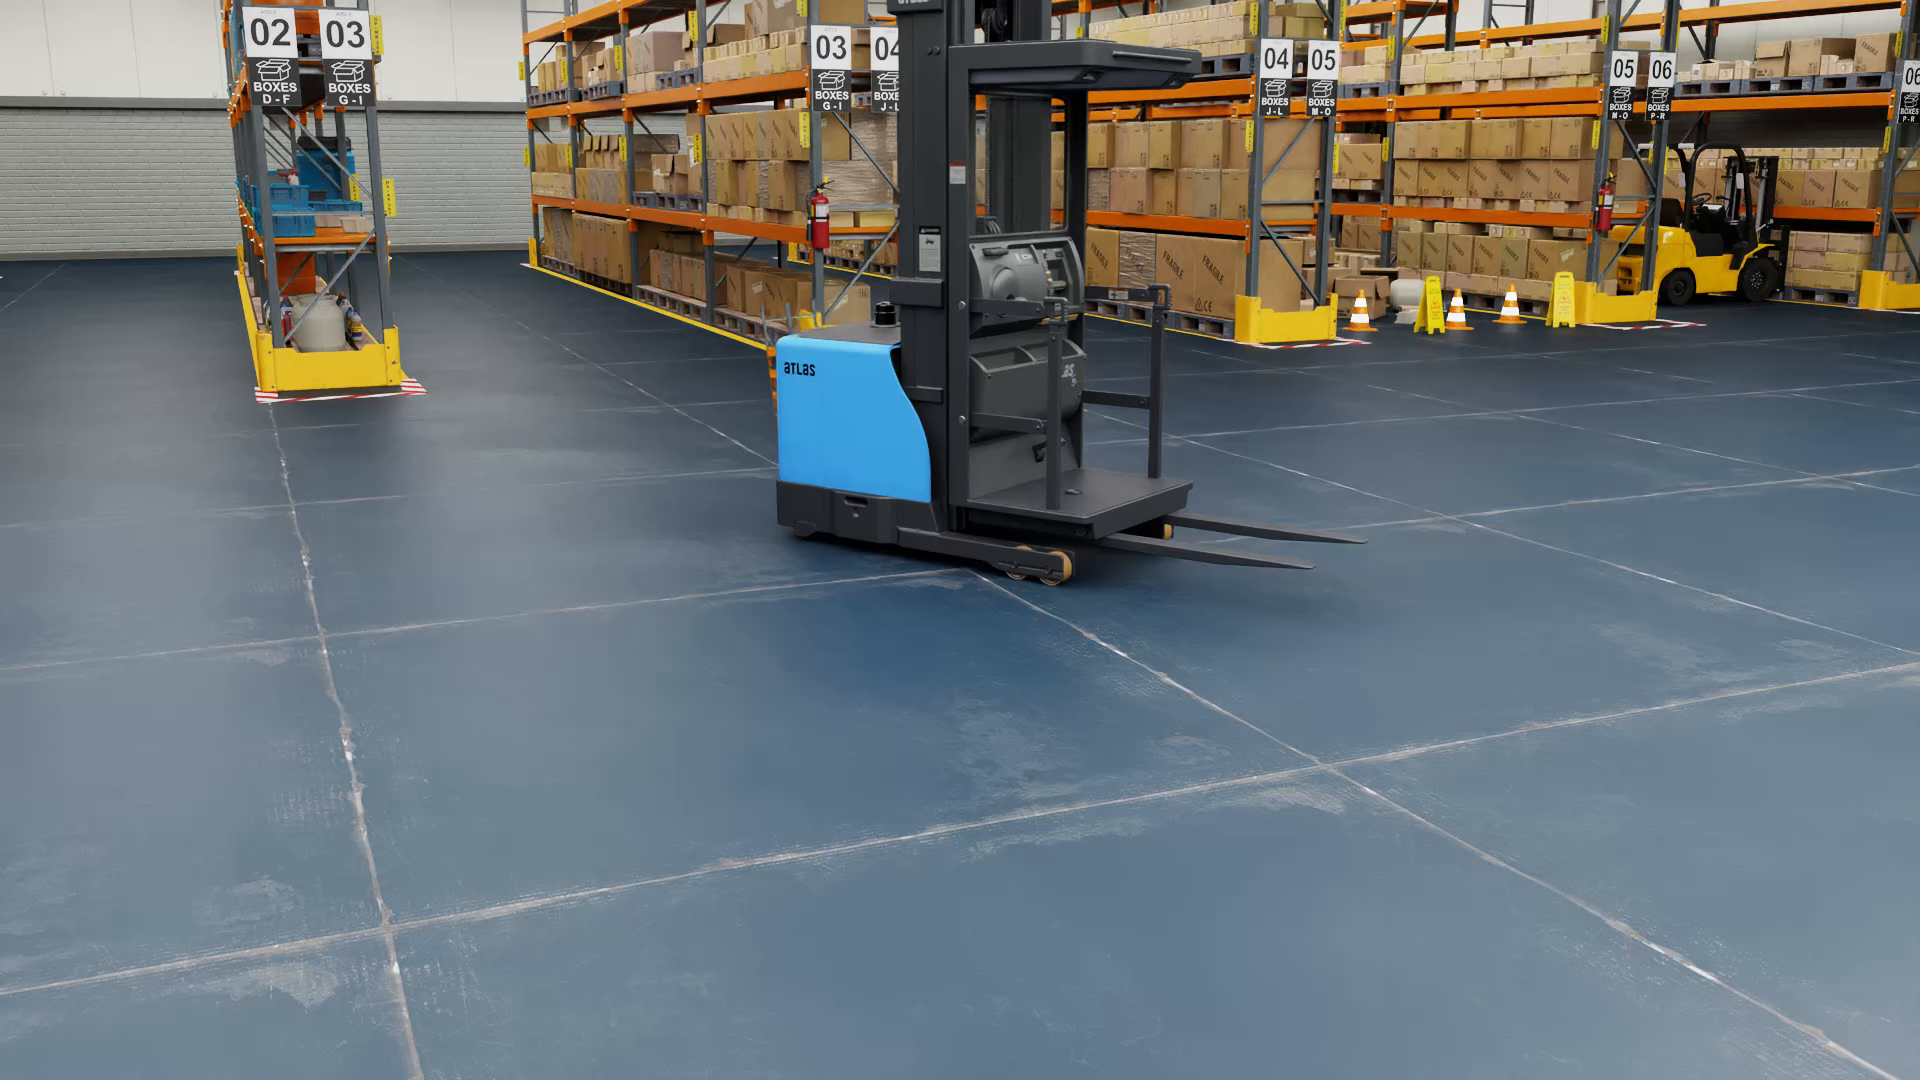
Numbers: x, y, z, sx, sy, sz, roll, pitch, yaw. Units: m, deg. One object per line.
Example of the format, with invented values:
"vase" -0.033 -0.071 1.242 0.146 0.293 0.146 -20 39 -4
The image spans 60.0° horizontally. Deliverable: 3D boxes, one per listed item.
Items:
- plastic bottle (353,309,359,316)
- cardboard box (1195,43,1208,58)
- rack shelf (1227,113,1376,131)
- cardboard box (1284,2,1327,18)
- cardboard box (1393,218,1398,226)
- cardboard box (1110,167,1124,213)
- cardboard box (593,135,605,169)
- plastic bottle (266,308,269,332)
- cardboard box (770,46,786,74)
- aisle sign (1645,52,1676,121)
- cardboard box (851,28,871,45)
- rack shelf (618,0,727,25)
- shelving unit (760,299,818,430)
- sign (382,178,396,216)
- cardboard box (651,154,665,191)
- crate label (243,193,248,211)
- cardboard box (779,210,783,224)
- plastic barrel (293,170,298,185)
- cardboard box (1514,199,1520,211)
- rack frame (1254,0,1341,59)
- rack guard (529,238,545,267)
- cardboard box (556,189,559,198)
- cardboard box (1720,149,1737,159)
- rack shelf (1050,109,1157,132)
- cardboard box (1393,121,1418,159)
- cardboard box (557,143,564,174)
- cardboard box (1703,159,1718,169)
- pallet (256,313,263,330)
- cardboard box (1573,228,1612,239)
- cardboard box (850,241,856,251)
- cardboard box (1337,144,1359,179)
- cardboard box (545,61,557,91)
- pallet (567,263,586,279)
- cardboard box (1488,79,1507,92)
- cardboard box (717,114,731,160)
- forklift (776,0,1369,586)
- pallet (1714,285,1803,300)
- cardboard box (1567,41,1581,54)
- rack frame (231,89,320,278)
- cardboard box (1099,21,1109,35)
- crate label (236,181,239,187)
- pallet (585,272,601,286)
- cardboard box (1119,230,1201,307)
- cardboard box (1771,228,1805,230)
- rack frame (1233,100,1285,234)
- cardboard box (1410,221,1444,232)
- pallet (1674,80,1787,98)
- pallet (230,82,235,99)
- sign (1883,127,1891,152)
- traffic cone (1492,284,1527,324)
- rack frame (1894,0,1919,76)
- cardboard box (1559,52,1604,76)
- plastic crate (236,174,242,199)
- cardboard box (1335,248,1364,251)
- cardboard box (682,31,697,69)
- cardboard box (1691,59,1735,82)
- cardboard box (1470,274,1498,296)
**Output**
"plastic bottle" -6.028 -2.162 16.606 0.061 0.283 0.133 -5 14 -22
"cardboard box" 2.861 -5.482 18.655 0.380 0.149 0.250 -5 14 -22
"rack shelf" 7.043 -8.615 34.382 1.077 0.370 4.000 -6 14 -23
"cardboard box" 3.768 -5.773 18.143 0.380 0.149 0.250 -5 14 -22
"cardboard box" 8.325 -6.031 31.450 0.380 0.149 0.250 -5 14 -21
"cardboard box" 2.407 -4.407 20.926 0.875 0.550 0.550 -6 14 -23
"cardboard box" -5.255 -6.010 25.737 0.797 0.503 0.637 -5 14 -22
"plastic bottle" -6.927 -2.239 16.790 0.144 0.351 0.185 -6 14 -23
"cardboard box" -1.604 -4.835 16.788 0.500 0.250 0.500 -6 14 -23
"aisle sign" 8.414 -5.444 19.973 0.394 0.787 0.004 -6 14 -23
"cardboard box" -0.874 -4.927 16.303 0.380 0.149 0.250 -6 14 -23
"rack shelf" -3.379 -6.884 21.139 1.077 0.370 4.000 -6 14 -23
"shelving unit" -0.887 -0.730 9.328 0.189 1.200 0.258 -1 10 37
"sign" -5.008 -3.003 14.580 0.100 0.325 0.005 -6 14 -23
"cardboard box" -3.927 -5.065 22.950 0.500 0.500 0.500 -8 15 -30
"crate label" -8.893 -4.270 21.038 0.303 0.233 0.416 -6 14 -23
"cardboard box" -1.674 -3.392 17.431 0.380 0.149 0.250 -6 14 -23
"plastic barrel" -7.592 -4.081 19.550 0.433 0.535 0.433 0 13 0
"cardboard box" 7.368 -4.311 21.401 0.380 0.149 0.250 -5 14 -22
"rack frame" 3.610 -6.617 17.502 1.000 3.000 0.127 -6 14 -23
"rack guard" -7.394 -5.360 30.919 1.175 0.500 0.348 -6 14 -23
"cardboard box" -6.617 -5.870 28.137 0.380 0.149 0.250 -5 14 -22
"cardboard box" 11.340 -5.643 24.280 0.380 0.149 0.250 -6 14 -24
"rack shelf" 2.497 -8.165 32.441 1.077 0.370 4.000 -6 14 -23
"cardboard box" 6.480 -5.559 23.137 0.700 0.500 0.500 -6 14 -24
"cardboard box" -6.408 -6.358 27.699 0.500 0.500 0.500 -5 14 -22
"cardboard box" 11.202 -5.550 24.539 0.380 0.149 0.250 -5 14 -22
"pallet" -7.466 -2.446 18.971 1.003 0.211 1.213 -6 14 -23
"cardboard box" 10.526 -4.753 27.090 0.875 0.625 0.625 -6 14 -24
"cardboard box" -1.735 -5.225 29.525 0.380 0.149 0.250 -6 14 -26
"cardboard box" 5.907 -5.564 24.444 0.500 0.500 0.500 -6 14 -23
"cardboard box" -6.761 -8.004 28.773 0.700 0.500 0.500 -7 15 -27
"pallet" -6.015 -4.552 28.069 1.003 0.211 1.213 -6 14 -23
"cardboard box" 7.049 -5.863 21.454 0.380 0.149 0.250 -6 14 -24
"cardboard box" -2.429 -4.555 18.800 0.500 0.500 0.500 -6 14 -23
"forklift" 0.511 -1.346 8.185 3.031 2.935 1.130 9 16 34
"pallet" 11.822 -3.659 24.209 1.003 0.211 1.213 -6 14 -23
"cardboard box" 7.631 -5.990 20.233 0.380 0.149 0.250 -5 14 -22
"rack frame" -10.321 -5.299 25.113 1.000 3.000 0.127 -6 14 -23
"cardboard box" 1.945 -6.343 20.606 0.380 0.149 0.250 -6 14 -23
"crate label" -12.126 -5.992 28.346 0.416 0.233 0.303 -6 14 -23
"pallet" -5.404 -4.235 26.700 1.003 0.211 1.213 -6 14 -23
"cardboard box" 2.560 -3.368 20.550 0.875 0.875 0.875 -6 14 -23
"cardboard box" 12.039 -4.393 24.150 0.500 0.250 0.500 -6 14 -24
"rack frame" 4.900 -5.815 27.342 1.000 3.000 0.127 -6 14 -23
"cardboard box" 6.486 -4.357 23.110 0.380 0.149 0.250 -5 14 -22
"pallet" 11.414 -6.682 24.632 1.003 0.211 1.213 -6 14 -23
"pallet" -9.917 -6.515 24.134 1.213 0.211 1.003 -6 14 -23
"sign" 12.148 -5.245 21.785 0.100 0.325 0.005 -6 14 -23
"traffic cone" 6.750 -2.899 20.367 0.336 0.463 0.334 -6 14 -23
"rack frame" 12.651 -7.534 21.465 1.000 3.000 0.127 -6 14 -23
"cardboard box" 7.653 -5.777 20.198 0.500 0.250 0.500 -6 14 -24
"plastic crate" -10.820 -5.386 25.391 0.392 0.384 0.575 -6 14 -23
"cardboard box" 5.719 -4.313 25.748 0.950 0.372 0.625 -5 14 -21
"cardboard box" -3.054 -6.110 20.806 0.797 0.503 0.637 -5 14 -21
"cardboard box" 11.159 -6.915 24.488 0.500 0.311 0.500 -5 14 -22
"cardboard box" 7.119 -3.385 22.011 0.500 0.250 0.500 -6 14 -25
